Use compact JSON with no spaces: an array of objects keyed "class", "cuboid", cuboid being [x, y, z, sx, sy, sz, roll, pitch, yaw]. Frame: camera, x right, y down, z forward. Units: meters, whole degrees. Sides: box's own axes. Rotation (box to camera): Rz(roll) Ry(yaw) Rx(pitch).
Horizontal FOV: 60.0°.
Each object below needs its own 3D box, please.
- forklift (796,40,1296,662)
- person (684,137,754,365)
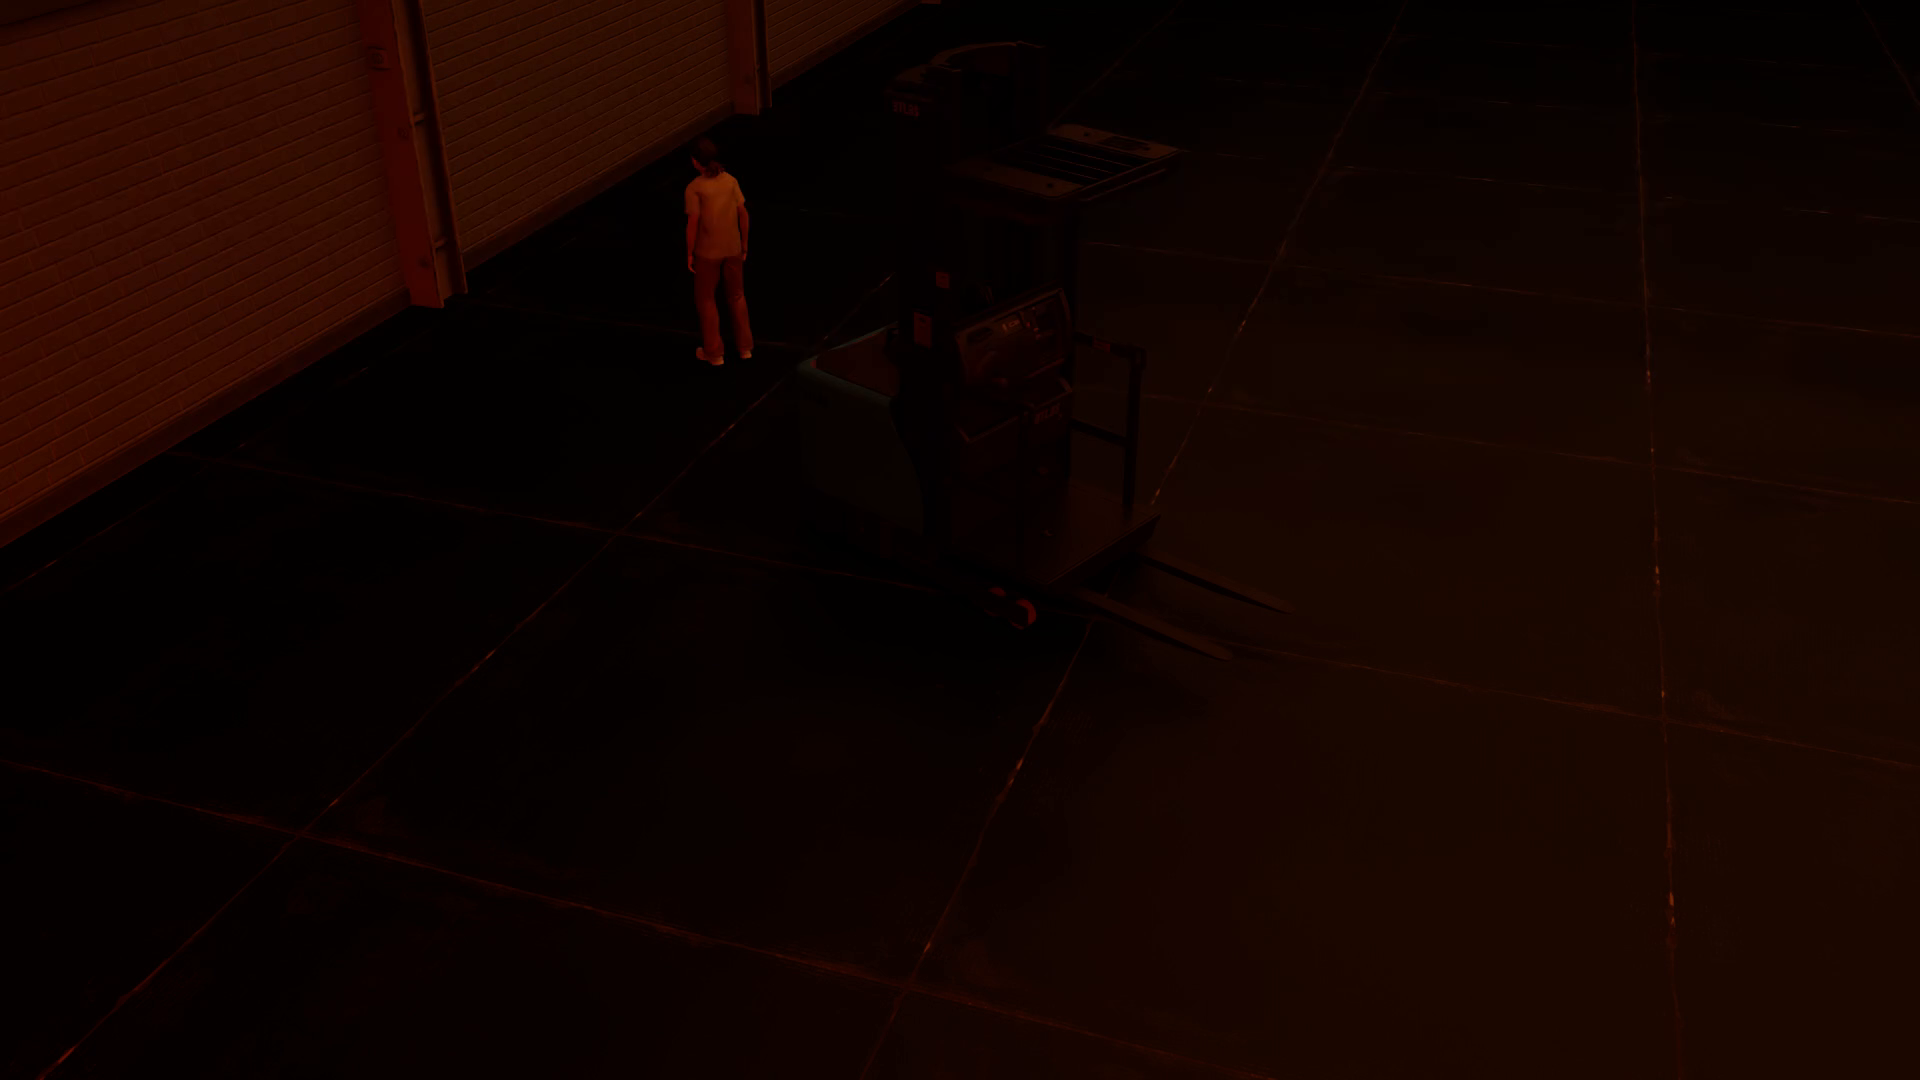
[{"class":"forklift","cuboid":[0.459,-1.074,9.021,3.031,2.935,1.130,23,37,35]},{"class":"person","cuboid":[-1.773,-2.092,12.080,0.499,1.672,0.363,-18,34,-28]}]
